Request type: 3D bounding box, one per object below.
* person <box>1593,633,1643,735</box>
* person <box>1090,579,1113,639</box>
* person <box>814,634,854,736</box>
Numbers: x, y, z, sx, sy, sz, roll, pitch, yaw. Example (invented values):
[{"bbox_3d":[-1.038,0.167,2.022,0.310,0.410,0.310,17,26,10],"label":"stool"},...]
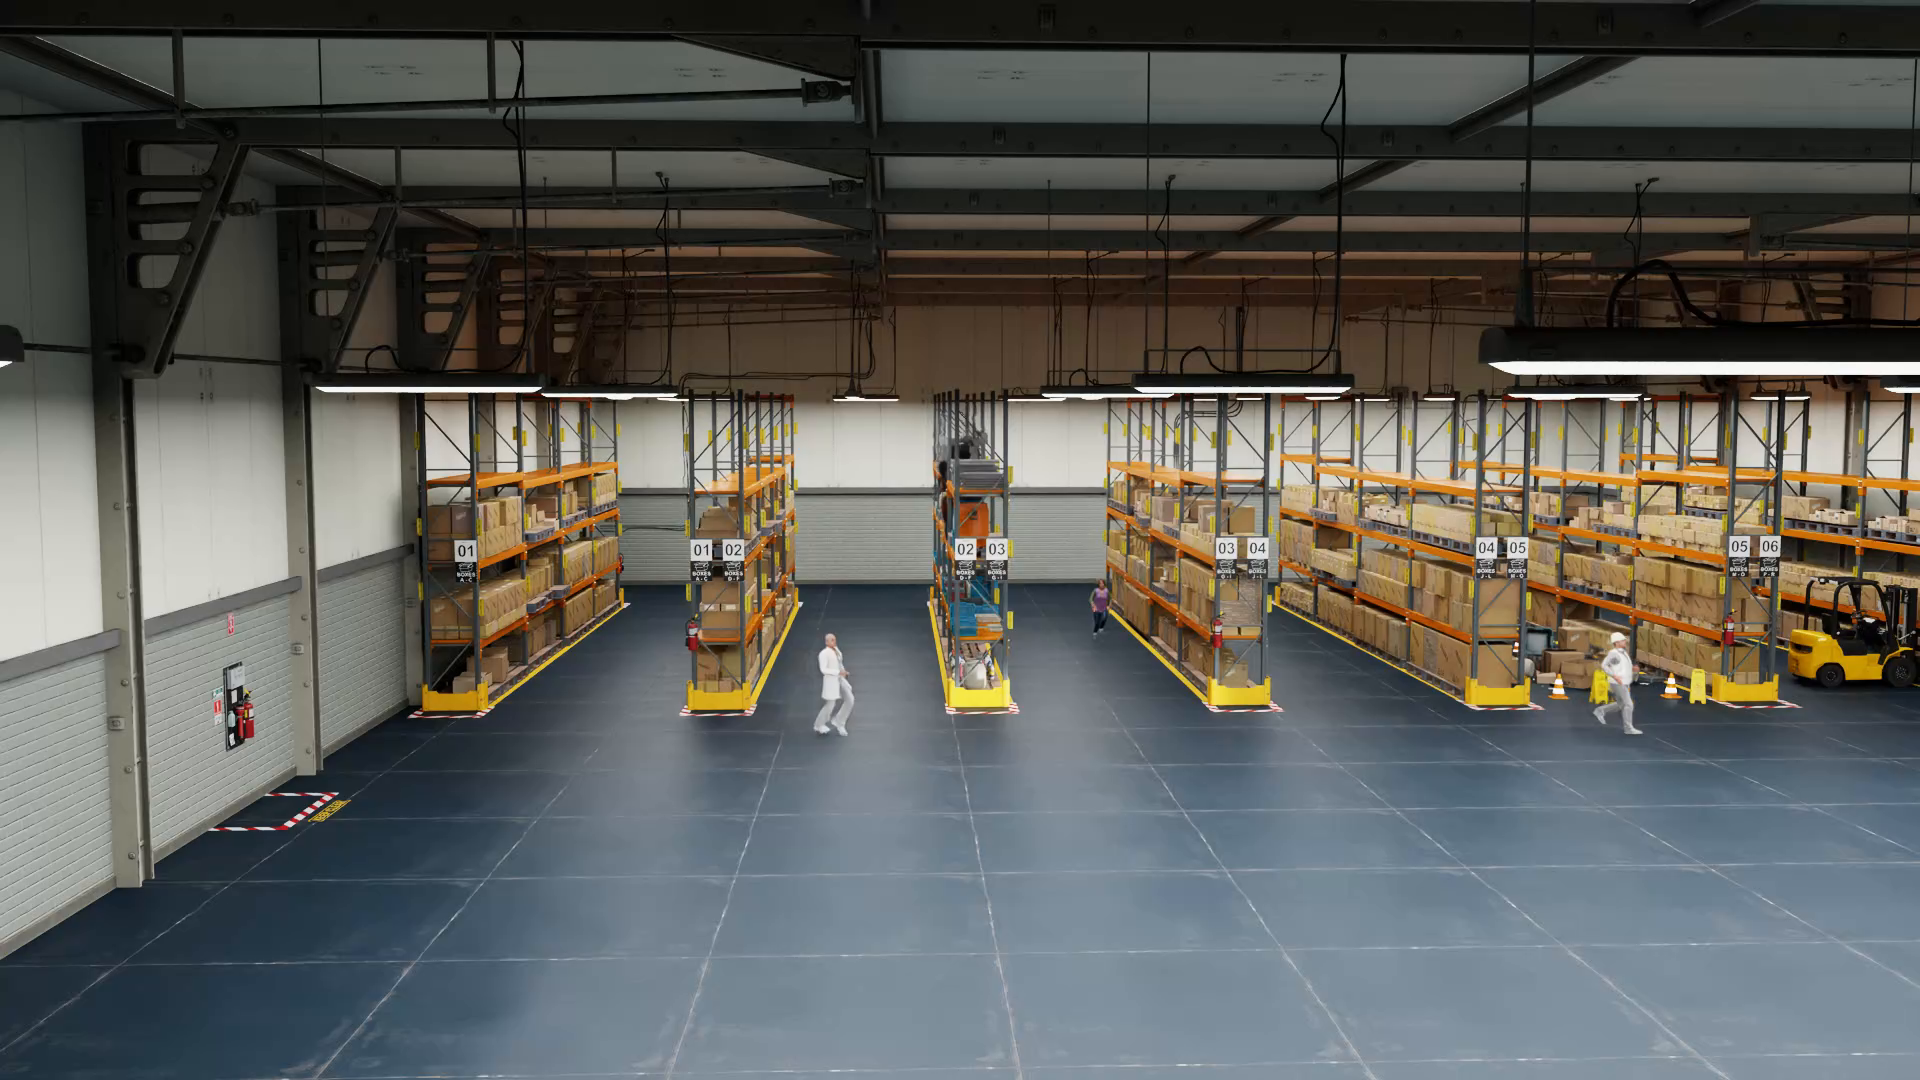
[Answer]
[{"bbox_3d":[11.466,2.484,28.960,0.897,1.748,0.668,4,6,41],"label":"person"},{"bbox_3d":[3.386,1.661,39.763,0.559,1.482,0.676,0,5,-3],"label":"person"},{"bbox_3d":[-2.189,2.513,28.823,0.789,1.796,0.717,3,6,33],"label":"person"}]
